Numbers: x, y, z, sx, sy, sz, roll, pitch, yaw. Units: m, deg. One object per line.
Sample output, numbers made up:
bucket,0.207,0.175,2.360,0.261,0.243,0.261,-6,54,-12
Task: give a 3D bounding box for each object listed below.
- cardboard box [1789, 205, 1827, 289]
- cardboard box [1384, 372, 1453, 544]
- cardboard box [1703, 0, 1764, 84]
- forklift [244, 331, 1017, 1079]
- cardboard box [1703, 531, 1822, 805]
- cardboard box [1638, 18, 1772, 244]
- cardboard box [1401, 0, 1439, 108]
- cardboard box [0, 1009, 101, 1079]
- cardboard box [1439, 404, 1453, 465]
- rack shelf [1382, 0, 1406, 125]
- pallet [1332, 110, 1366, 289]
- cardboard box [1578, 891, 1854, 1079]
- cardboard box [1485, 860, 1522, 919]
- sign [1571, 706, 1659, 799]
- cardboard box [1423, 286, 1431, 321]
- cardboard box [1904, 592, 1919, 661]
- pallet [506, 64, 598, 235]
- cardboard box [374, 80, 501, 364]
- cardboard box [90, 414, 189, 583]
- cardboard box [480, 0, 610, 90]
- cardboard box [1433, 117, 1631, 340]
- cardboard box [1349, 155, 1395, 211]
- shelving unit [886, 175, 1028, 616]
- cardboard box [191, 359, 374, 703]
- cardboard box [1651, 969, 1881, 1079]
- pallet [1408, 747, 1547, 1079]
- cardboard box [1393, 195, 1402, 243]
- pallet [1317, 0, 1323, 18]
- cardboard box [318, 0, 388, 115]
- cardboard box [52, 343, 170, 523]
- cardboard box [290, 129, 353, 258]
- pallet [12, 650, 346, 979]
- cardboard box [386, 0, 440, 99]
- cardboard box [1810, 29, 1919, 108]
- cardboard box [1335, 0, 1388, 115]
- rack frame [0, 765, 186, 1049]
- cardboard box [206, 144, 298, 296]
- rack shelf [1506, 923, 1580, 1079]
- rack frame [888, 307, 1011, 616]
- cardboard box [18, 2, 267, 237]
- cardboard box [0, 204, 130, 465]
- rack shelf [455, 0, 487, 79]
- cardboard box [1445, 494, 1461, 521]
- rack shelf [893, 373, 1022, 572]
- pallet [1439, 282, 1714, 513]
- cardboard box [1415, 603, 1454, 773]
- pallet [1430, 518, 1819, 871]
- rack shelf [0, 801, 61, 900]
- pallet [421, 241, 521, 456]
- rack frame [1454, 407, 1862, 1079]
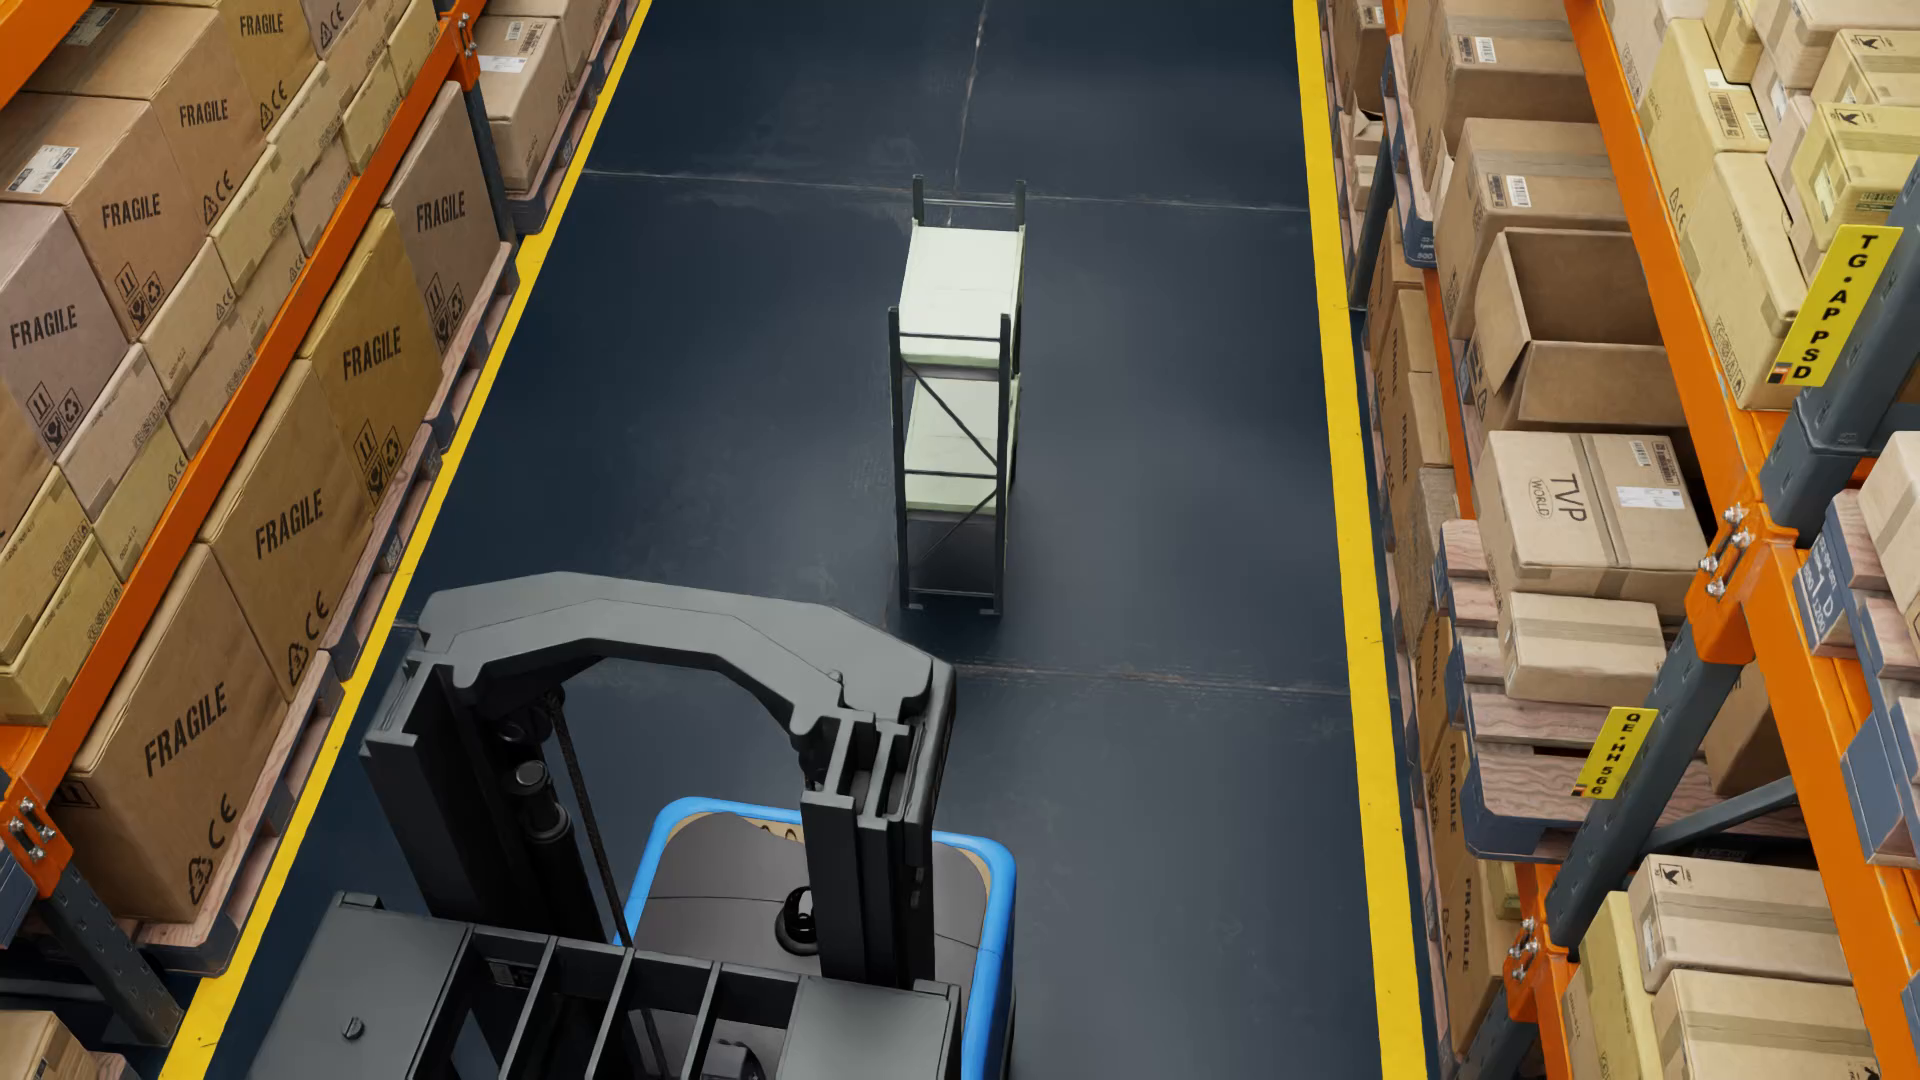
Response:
cardboard box,1.738,-0.520,2.991,0.380,0.149,0.250,5,48,4
cardboard box,1.953,-0.285,6.388,0.500,0.500,0.500,3,48,2
cardboard box,1.809,-1.086,3.509,0.380,0.149,0.250,4,48,4
forklift,-8.984,-1.472,5.972,19.036,3.140,8.227,7,48,6
cardboard box,2.148,0.310,4.081,0.500,0.500,0.500,6,48,5
cardboard box,1.795,-0.871,3.583,0.500,0.250,0.500,4,48,4
cardboard box,2.043,-1.921,6.122,0.700,0.500,0.500,5,48,5
cardboard box,-3.060,1.682,4.675,0.950,0.372,0.625,1,48,1
cardboard box,1.955,-0.394,6.047,0.380,0.149,0.250,5,48,5
rack shelf,2.492,-3.313,8.235,1.077,0.370,4.000,4,48,4
pallet,2.373,-1.649,8.116,1.003,0.211,1.213,4,48,4
cardboard box,1.636,1.043,3.526,0.500,0.250,0.500,4,48,3
cardboard box,1.738,0.956,4.812,0.380,0.149,0.250,2,48,2
sign,1.404,0.460,3.566,0.100,0.325,0.005,4,48,4
cardboard box,2.052,-0.959,6.564,0.380,0.149,0.250,2,48,2
cardboard box,1.636,0.148,2.129,0.500,0.500,0.500,4,48,4
pallet,-2.487,-2.029,8.463,1.003,0.211,1.213,4,48,4
cardboard box,-2.611,-1.381,7.135,0.875,0.875,0.875,5,48,5
cardboard box,-2.674,-0.148,4.954,0.500,0.250,0.500,3,48,2
cardboard box,-2.389,-2.806,8.735,0.875,0.438,0.875,3,48,2
cardboard box,1.924,-0.964,5.246,0.700,0.500,0.500,4,48,3
cardboard box,2.068,-1.695,7.915,0.380,0.149,0.250,3,48,2
shelving unit,-0.001,-0.501,6.192,0.431,1.500,0.755,4,48,4
cardboard box,-2.767,-0.059,5.927,0.875,0.875,0.875,4,48,4
cardboard box,1.600,1.011,3.285,0.380,0.149,0.250,5,48,4
pallet,2.051,1.248,5.465,1.003,0.211,1.213,4,48,4
cardboard box,2.012,-1.357,6.928,0.380,0.149,0.250,6,48,5
pallet,2.595,-3.442,9.756,1.003,0.211,1.213,4,48,4
cardboard box,-2.470,-1.827,6.151,0.500,0.250,0.500,5,48,4
cardboard box,-2.658,-0.331,4.783,0.500,0.250,0.500,5,48,4
cardboard box,-2.536,-1.276,5.986,0.500,0.250,0.500,3,48,2
pallet,-2.851,0.889,5.794,1.003,0.211,1.213,4,48,4
cardboard box,-2.424,-2.020,6.666,0.500,0.250,0.500,3,48,3
cardboard box,1.811,-0.802,3.048,0.380,0.149,0.250,2,48,2
cardboard box,2.313,-2.492,8.406,0.700,0.500,0.500,2,48,2
rack frame,-2.998,0.522,4.239,1.000,3.000,0.127,4,48,4
cardboard box,-2.541,-1.068,5.457,0.500,0.250,0.500,5,48,4
rack shelf,1.763,2.566,2.858,1.077,0.370,4.000,4,48,4
rack frame,-0.034,-0.232,5.946,0.400,1.500,0.023,4,48,4
cardboard box,-2.562,-1.310,5.170,0.500,0.500,0.500,5,48,4
cardboard box,-2.674,-0.560,4.484,0.500,0.500,0.500,4,48,4
rack shelf,-2.452,-3.644,8.537,1.077,0.370,4.000,4,48,4
cardboard box,1.887,-0.016,5.702,0.380,0.149,0.250,2,48,2
rack shelf,-0.001,-0.281,6.433,0.431,0.370,0.720,4,48,4
pallet,2.118,-0.511,5.315,1.003,0.211,1.213,4,48,4
cardboard box,1.871,0.478,5.689,0.500,0.500,0.500,6,48,5
pallet,1.937,0.415,4.467,1.213,0.211,1.003,4,48,4
rack shelf,-3.181,2.235,3.161,1.077,0.370,4.000,4,48,4
pallet,-2.629,-0.904,7.434,1.003,0.211,1.213,4,48,4
rack frame,1.945,0.853,3.937,1.000,3.000,0.127,4,48,4
